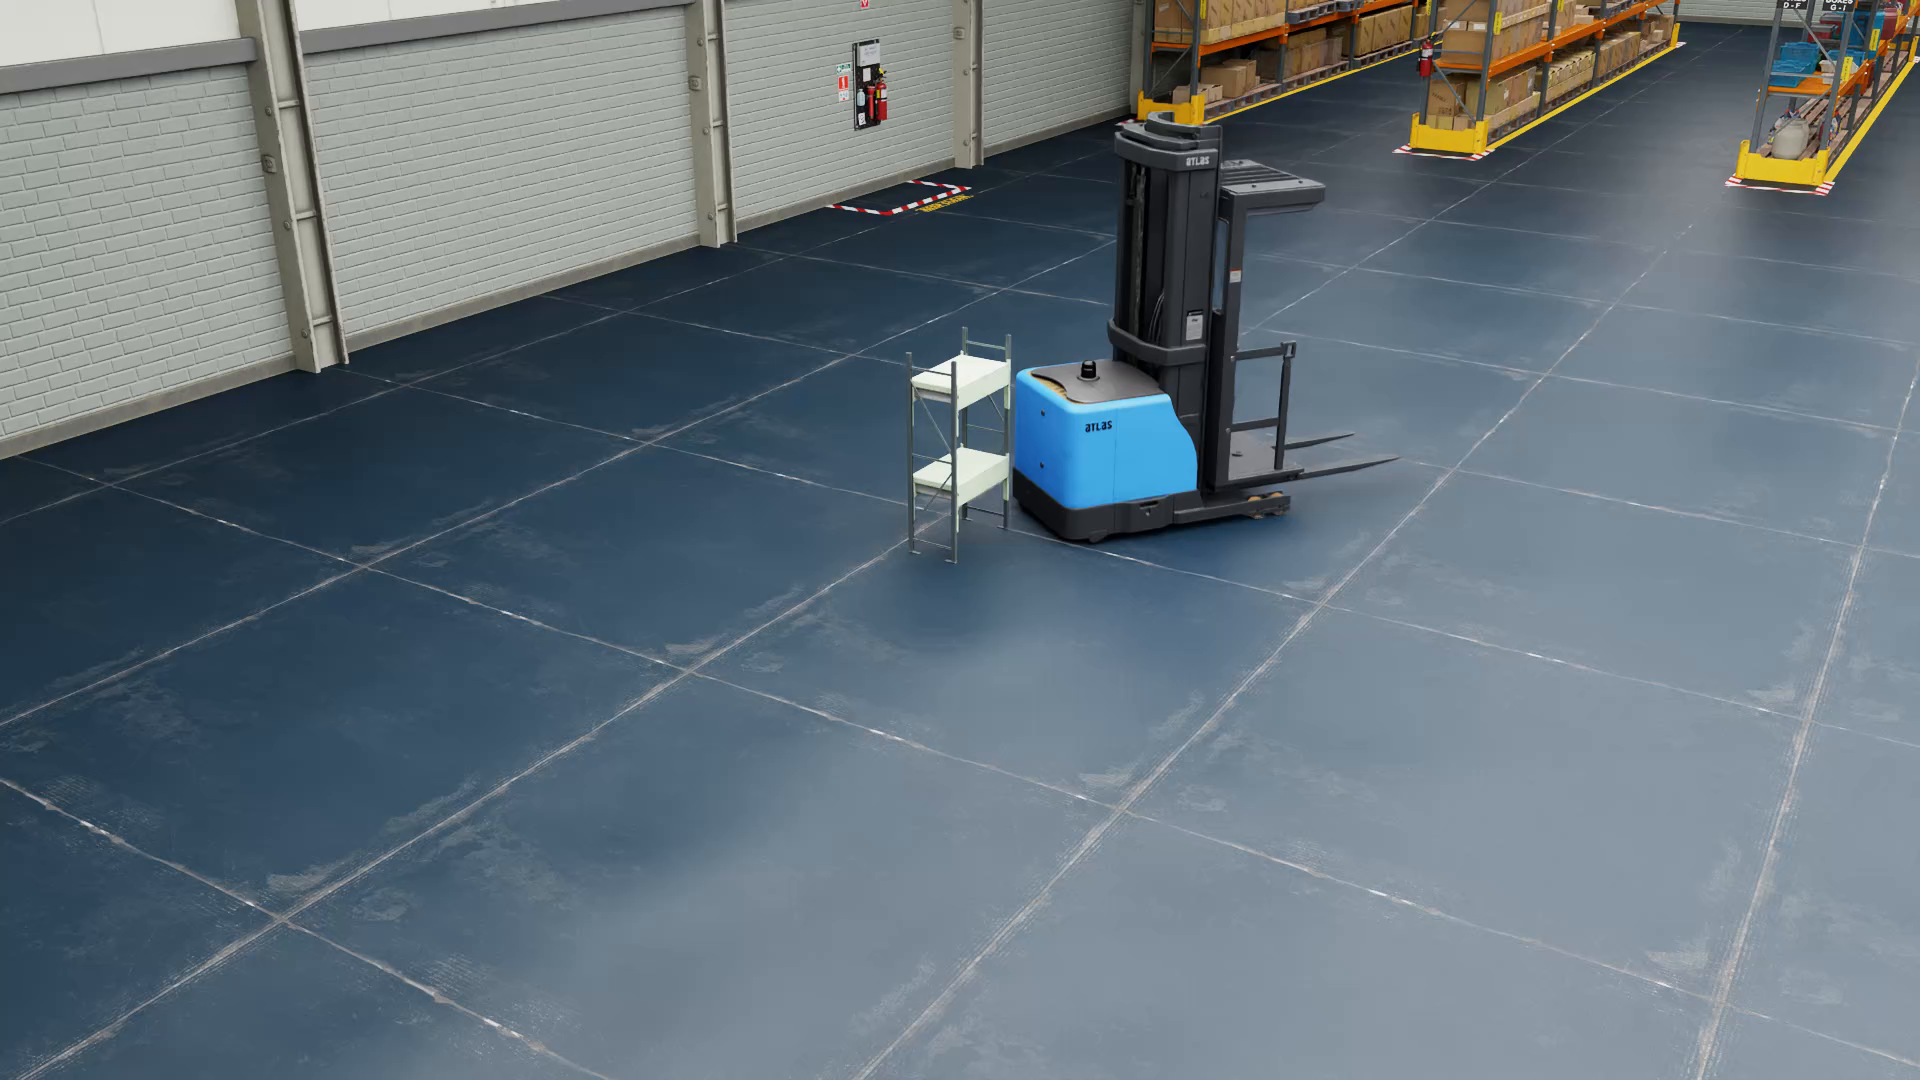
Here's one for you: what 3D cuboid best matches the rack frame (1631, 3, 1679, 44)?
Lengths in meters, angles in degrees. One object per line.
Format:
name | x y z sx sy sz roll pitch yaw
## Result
rack frame | 16.310 -13.096 38.726 1.000 3.000 0.127 14 27 29

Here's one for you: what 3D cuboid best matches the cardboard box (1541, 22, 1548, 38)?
cardboard box | 10.203 -9.152 29.805 0.500 0.250 0.500 16 28 32

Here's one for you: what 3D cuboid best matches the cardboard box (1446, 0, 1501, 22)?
cardboard box | 8.156 -8.510 26.373 0.700 0.500 0.500 14 27 29

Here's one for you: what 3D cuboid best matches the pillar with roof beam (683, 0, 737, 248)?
pillar with roof beam | 0.622 -6.951 16.980 9.100 9.000 0.400 14 27 29

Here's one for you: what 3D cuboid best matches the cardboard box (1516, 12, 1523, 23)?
cardboard box | 9.072 -8.645 27.502 0.380 0.149 0.250 14 27 29

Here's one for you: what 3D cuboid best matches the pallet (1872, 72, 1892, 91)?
pallet | 17.964 -9.175 33.179 1.003 0.211 1.213 14 27 29

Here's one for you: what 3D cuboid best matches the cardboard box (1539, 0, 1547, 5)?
cardboard box | 9.752 -9.536 28.743 0.700 0.500 0.500 14 27 29

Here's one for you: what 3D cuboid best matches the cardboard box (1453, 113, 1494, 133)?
cardboard box | 8.342 -6.761 27.025 0.500 0.250 0.500 14 27 29

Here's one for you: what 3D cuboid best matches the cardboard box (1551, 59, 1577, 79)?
cardboard box | 11.220 -8.841 31.122 0.500 0.311 0.500 15 27 30

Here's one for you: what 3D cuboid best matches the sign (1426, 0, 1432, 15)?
sign | 7.417 -8.454 26.248 0.100 0.325 0.005 14 27 29

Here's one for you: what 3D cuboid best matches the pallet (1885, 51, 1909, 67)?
pallet | 20.049 -10.507 36.255 1.003 0.211 1.213 14 27 29

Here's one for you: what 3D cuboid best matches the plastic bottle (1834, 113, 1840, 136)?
plastic bottle | 13.991 -6.650 26.617 0.144 0.351 0.185 12 26 26

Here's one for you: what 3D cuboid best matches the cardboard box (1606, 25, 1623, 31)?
cardboard box | 14.260 -11.053 36.598 0.500 0.500 0.500 14 27 29

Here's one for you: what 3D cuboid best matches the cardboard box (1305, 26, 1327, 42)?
cardboard box | 7.191 -10.399 34.143 0.500 0.250 0.500 14 27 30

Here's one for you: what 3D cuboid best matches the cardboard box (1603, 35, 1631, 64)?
cardboard box | 13.651 -10.240 34.721 0.500 0.500 0.500 14 27 30

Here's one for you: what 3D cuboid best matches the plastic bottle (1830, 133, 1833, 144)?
plastic bottle | 13.584 -6.304 26.004 0.097 0.201 0.097 0 23 0

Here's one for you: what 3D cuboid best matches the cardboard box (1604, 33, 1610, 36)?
cardboard box | 13.466 -10.506 35.336 0.500 0.500 0.500 14 27 30

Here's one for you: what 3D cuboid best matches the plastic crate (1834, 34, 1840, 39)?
plastic crate | 14.866 -8.556 28.506 0.450 0.188 0.662 14 27 29

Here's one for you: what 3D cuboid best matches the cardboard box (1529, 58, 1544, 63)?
cardboard box | 10.753 -8.945 31.363 0.500 0.311 0.500 13 27 28

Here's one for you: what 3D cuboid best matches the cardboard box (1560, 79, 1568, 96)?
cardboard box | 10.945 -8.409 30.830 0.500 0.250 0.500 13 27 27

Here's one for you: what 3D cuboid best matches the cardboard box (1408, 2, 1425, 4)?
cardboard box | 10.910 -12.789 39.819 0.380 0.149 0.250 13 27 28

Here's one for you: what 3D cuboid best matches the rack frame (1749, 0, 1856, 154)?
rack frame | 12.077 -6.657 23.851 1.000 3.000 0.127 14 27 29

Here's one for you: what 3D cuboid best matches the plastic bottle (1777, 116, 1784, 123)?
plastic bottle | 12.986 -6.537 26.356 0.144 0.351 0.185 15 28 31

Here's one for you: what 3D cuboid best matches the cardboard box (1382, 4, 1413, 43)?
cardboard box | 9.758 -11.742 37.776 0.750 0.750 0.750 14 27 30

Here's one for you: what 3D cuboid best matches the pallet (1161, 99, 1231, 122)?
pallet | 4.159 -7.745 29.876 1.003 0.211 1.213 14 27 29

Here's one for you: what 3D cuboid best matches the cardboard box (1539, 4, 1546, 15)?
cardboard box | 9.887 -9.170 28.714 0.380 0.149 0.250 13 27 28

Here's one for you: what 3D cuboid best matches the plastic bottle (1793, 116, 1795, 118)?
plastic bottle | 13.434 -6.697 26.824 0.097 0.271 0.097 0 23 0

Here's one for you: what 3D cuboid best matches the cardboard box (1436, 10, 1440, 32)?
cardboard box | 11.012 -12.401 39.738 0.700 0.500 0.500 15 27 30

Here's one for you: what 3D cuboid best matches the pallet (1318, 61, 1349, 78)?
pallet | 7.467 -9.890 34.829 1.003 0.211 1.213 14 27 29

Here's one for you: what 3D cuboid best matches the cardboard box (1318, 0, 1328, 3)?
cardboard box | 7.002 -11.095 33.423 0.700 0.500 0.500 14 27 29

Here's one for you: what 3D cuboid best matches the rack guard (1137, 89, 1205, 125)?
rack guard | 3.700 -7.611 29.202 1.175 0.500 0.348 14 27 29

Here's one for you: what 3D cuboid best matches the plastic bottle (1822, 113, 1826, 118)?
plastic bottle | 13.969 -6.745 26.836 0.144 0.351 0.185 14 27 29

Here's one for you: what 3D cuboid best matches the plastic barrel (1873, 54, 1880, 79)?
plastic barrel | 17.732 -9.517 32.572 0.600 0.901 0.708 14 27 29

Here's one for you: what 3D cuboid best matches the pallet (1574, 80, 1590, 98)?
pallet | 11.623 -8.847 32.420 1.003 0.211 1.213 14 27 29

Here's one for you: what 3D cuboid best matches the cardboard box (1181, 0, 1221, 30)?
cardboard box | 4.167 -9.115 28.750 0.500 0.500 0.500 14 27 29

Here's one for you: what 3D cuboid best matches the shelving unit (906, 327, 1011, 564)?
shelving unit | -0.004 -0.686 11.947 0.431 1.500 0.755 14 27 29

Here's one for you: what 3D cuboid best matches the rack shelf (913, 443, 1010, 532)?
rack shelf | -0.004 -0.387 12.076 0.431 0.370 0.720 14 27 29

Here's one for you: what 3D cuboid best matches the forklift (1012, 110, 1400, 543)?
forklift | 1.973 -1.690 12.464 3.031 2.935 1.130 -9 25 -21

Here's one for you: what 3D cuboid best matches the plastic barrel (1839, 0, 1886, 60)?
plastic barrel | 14.648 -8.304 27.024 0.600 0.901 0.708 14 27 29

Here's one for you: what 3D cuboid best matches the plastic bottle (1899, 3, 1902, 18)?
plastic bottle | 18.390 -10.365 32.563 0.061 0.283 0.133 14 27 29

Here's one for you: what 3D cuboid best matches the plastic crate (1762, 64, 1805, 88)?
plastic crate | 12.086 -6.820 24.415 0.499 0.251 0.616 14 27 29

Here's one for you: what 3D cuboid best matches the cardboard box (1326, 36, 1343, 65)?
cardboard box | 7.545 -10.234 34.706 0.700 0.500 0.500 14 27 30

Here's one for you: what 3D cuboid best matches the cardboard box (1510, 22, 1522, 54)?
cardboard box | 8.942 -8.420 27.798 0.700 0.500 0.500 15 27 31

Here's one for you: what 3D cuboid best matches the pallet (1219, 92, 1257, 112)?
pallet | 4.803 -8.156 30.823 1.003 0.211 1.213 14 27 29

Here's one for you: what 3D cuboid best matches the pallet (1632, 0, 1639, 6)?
pallet | 13.686 -11.411 35.075 1.003 0.211 1.213 14 27 29

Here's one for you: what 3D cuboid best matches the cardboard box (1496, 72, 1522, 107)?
cardboard box | 9.136 -7.611 28.044 0.500 0.500 0.500 14 27 29

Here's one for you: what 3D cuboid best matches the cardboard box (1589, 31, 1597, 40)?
cardboard box | 12.947 -10.526 34.437 0.500 0.250 0.500 13 27 28

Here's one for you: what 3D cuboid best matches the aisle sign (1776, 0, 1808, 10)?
aisle sign | 11.786 -7.888 23.422 0.394 0.787 0.004 14 27 29

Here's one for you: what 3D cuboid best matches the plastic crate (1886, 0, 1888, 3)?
plastic crate | 19.369 -11.157 34.319 0.437 0.282 0.530 14 27 29

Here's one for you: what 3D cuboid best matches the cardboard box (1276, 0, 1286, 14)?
cardboard box | 5.783 -10.143 31.124 0.500 0.500 0.500 14 27 29

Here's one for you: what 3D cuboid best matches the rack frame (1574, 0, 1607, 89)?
rack frame | 12.090 -10.396 32.489 1.000 3.000 0.127 14 27 29

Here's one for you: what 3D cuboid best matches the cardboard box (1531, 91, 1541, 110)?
cardboard box | 9.921 -7.774 29.366 0.500 0.250 0.500 14 27 29

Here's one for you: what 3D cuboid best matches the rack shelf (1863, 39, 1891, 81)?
rack shelf | 15.242 -8.351 28.672 1.077 0.370 4.000 14 27 29

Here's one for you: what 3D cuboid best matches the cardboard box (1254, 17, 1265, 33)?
cardboard box | 5.256 -9.460 30.491 0.500 0.250 0.500 14 27 29
